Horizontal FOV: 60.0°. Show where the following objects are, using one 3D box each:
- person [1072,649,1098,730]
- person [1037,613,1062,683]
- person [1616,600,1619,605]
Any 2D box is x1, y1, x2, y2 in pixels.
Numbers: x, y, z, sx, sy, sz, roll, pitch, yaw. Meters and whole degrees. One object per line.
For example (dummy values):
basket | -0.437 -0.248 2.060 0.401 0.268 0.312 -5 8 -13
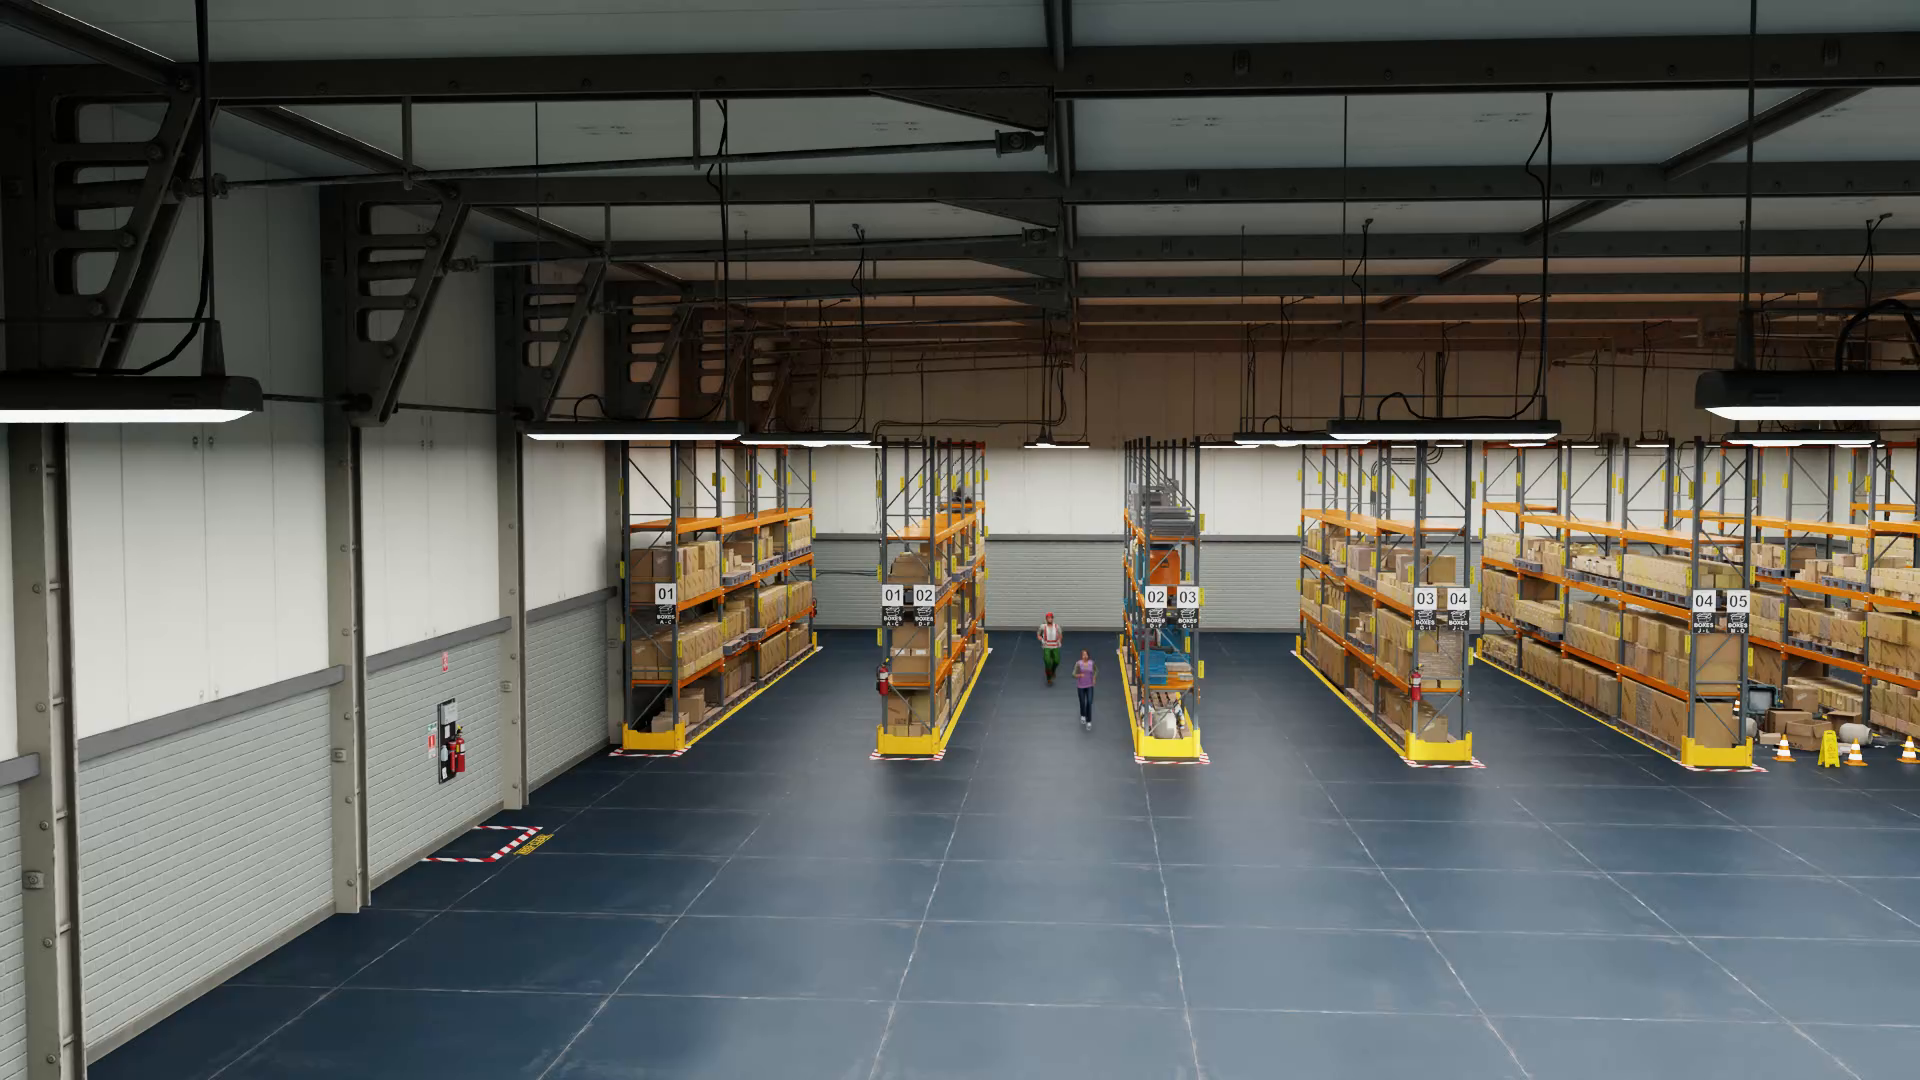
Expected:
person | 2.588 3.065 34.392 0.531 1.621 0.805 0 3 2
person | 2.232 2.658 40.927 0.649 1.739 0.601 0 3 -7
person | 18.821 2.388 47.427 0.556 1.605 0.560 0 3 5
